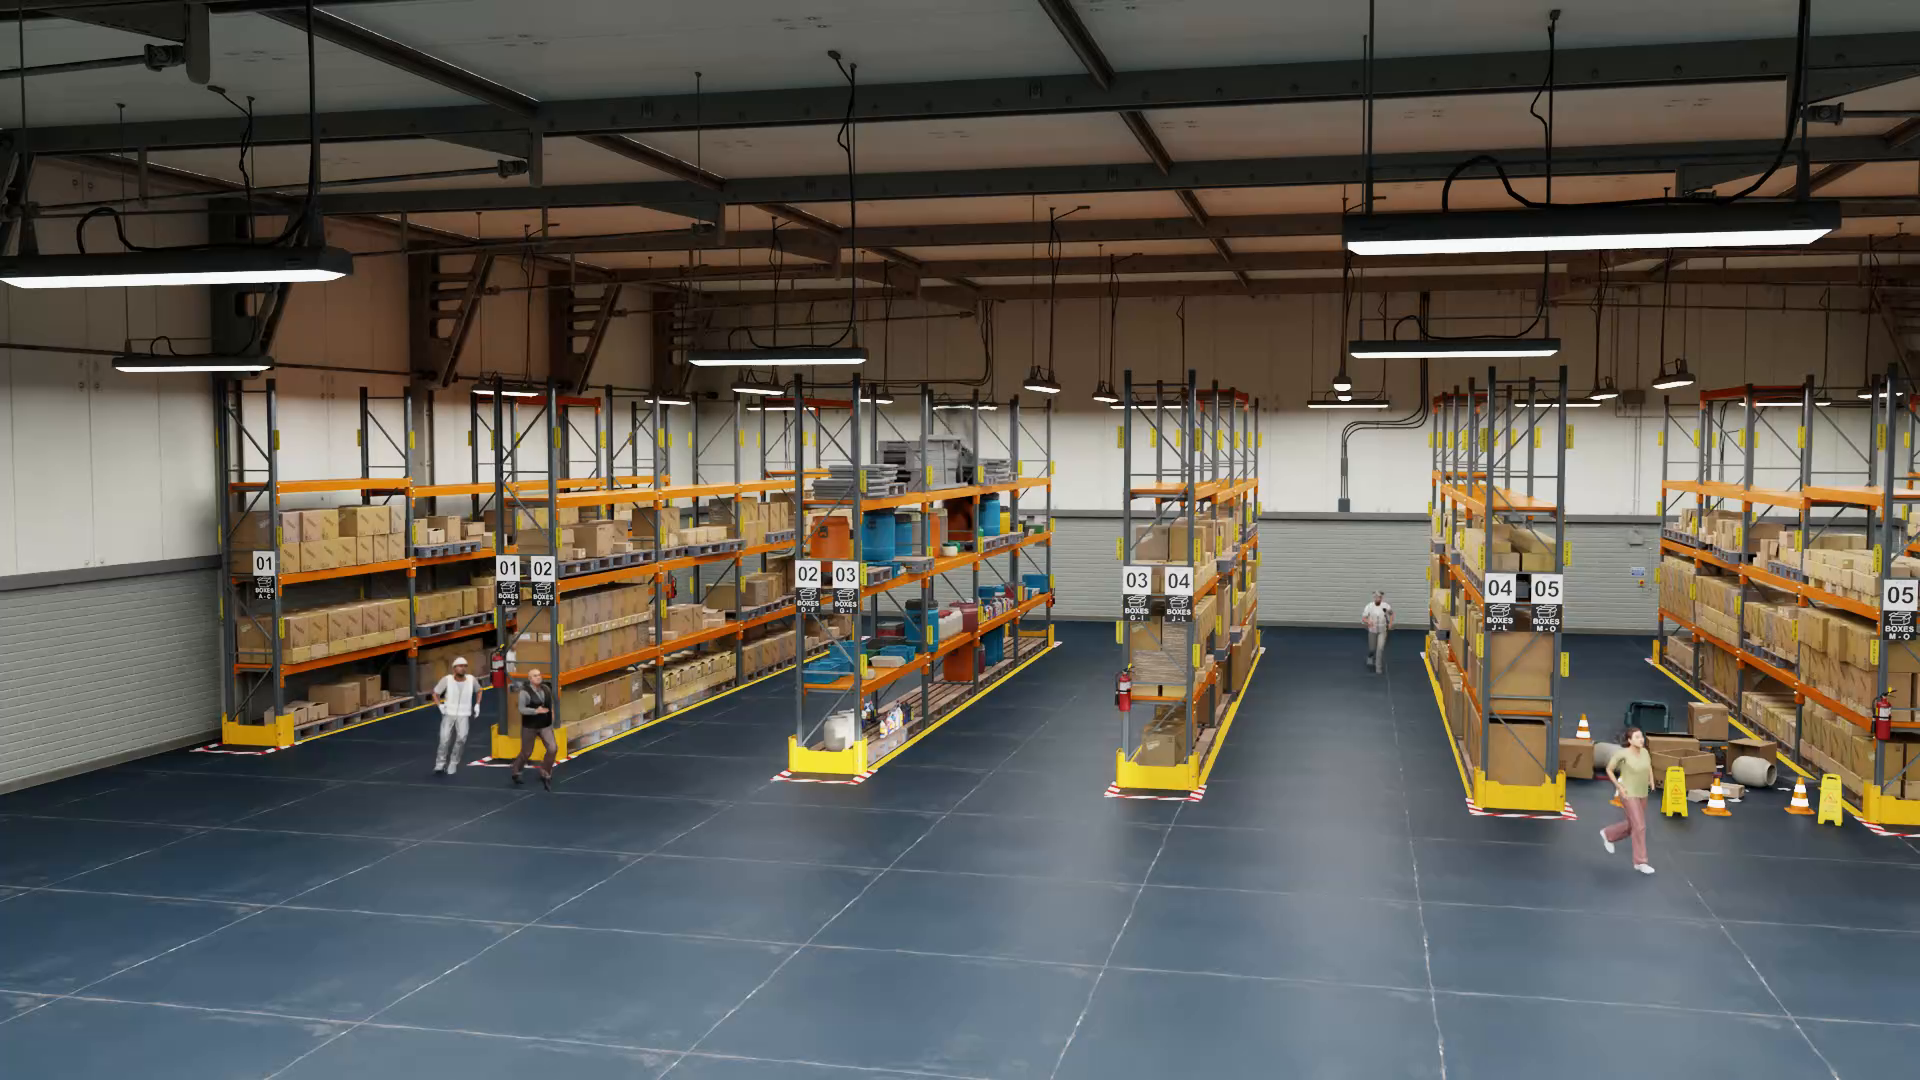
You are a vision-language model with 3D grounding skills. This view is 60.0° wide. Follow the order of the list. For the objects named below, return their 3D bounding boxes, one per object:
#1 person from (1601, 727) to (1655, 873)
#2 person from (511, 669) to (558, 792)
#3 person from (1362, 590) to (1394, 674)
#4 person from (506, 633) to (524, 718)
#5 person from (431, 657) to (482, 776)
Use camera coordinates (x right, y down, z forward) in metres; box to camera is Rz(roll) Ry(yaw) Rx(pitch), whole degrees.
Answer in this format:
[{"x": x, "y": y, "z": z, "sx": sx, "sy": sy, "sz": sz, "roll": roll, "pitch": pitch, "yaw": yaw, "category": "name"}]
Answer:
[{"x": 7.836, "y": 3.113, "z": 19.459, "sx": 0.577, "sy": 1.421, "sz": 0.853, "roll": -1, "pitch": 4, "yaw": -21, "category": "person"}, {"x": -6.074, "y": 2.717, "z": 23.840, "sx": 0.662, "sy": 1.760, "sz": 0.888, "roll": -3, "pitch": 5, "yaw": -43, "category": "person"}, {"x": 9.046, "y": 1.970, "z": 35.984, "sx": 0.672, "sy": 1.792, "sz": 0.910, "roll": 1, "pitch": 4, "yaw": 14, "category": "person"}, {"x": -7.708, "y": 2.438, "z": 28.606, "sx": 0.592, "sy": 1.671, "sz": 0.641, "roll": 0, "pitch": 3, "yaw": 7, "category": "person"}, {"x": -7.534, "y": 2.638, "z": 24.939, "sx": 0.744, "sy": 1.756, "sz": 0.631, "roll": -1, "pitch": 4, "yaw": -21, "category": "person"}]
